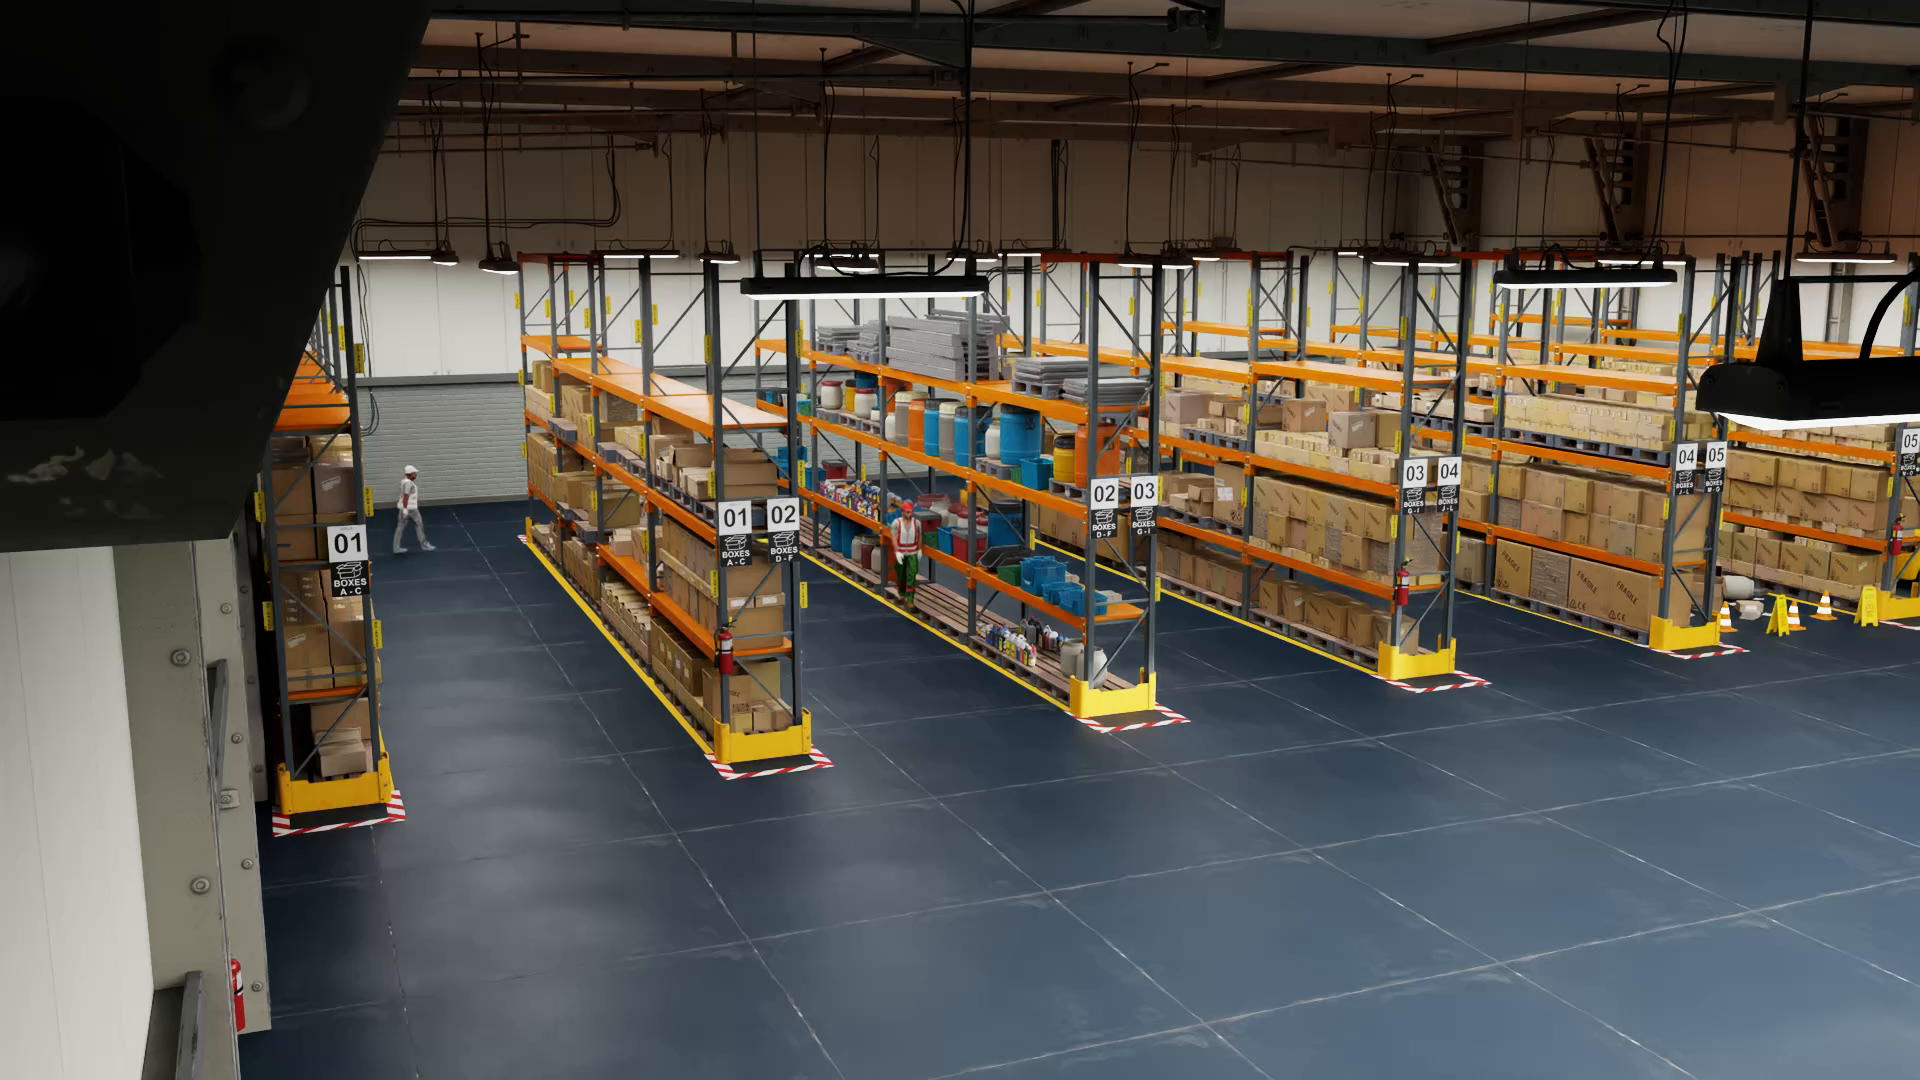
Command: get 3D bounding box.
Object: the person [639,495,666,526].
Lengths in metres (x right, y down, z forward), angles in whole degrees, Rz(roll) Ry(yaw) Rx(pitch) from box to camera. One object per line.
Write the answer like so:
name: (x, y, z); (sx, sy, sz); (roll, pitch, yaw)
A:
person: (-6.110, -0.463, 33.015); (0.532, 1.604, 1.034); (-5, 11, -25)

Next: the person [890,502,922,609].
person: (-0.871, 0.231, 27.297); (0.530, 1.734, 1.035); (-1, 10, -7)

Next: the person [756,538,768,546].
person: (-3.187, 0.713, 26.346); (0.659, 1.744, 0.646); (-7, 12, -32)

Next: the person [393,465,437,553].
person: (-11.116, -0.636, 33.590); (0.508, 1.749, 0.884); (8, 13, 36)
